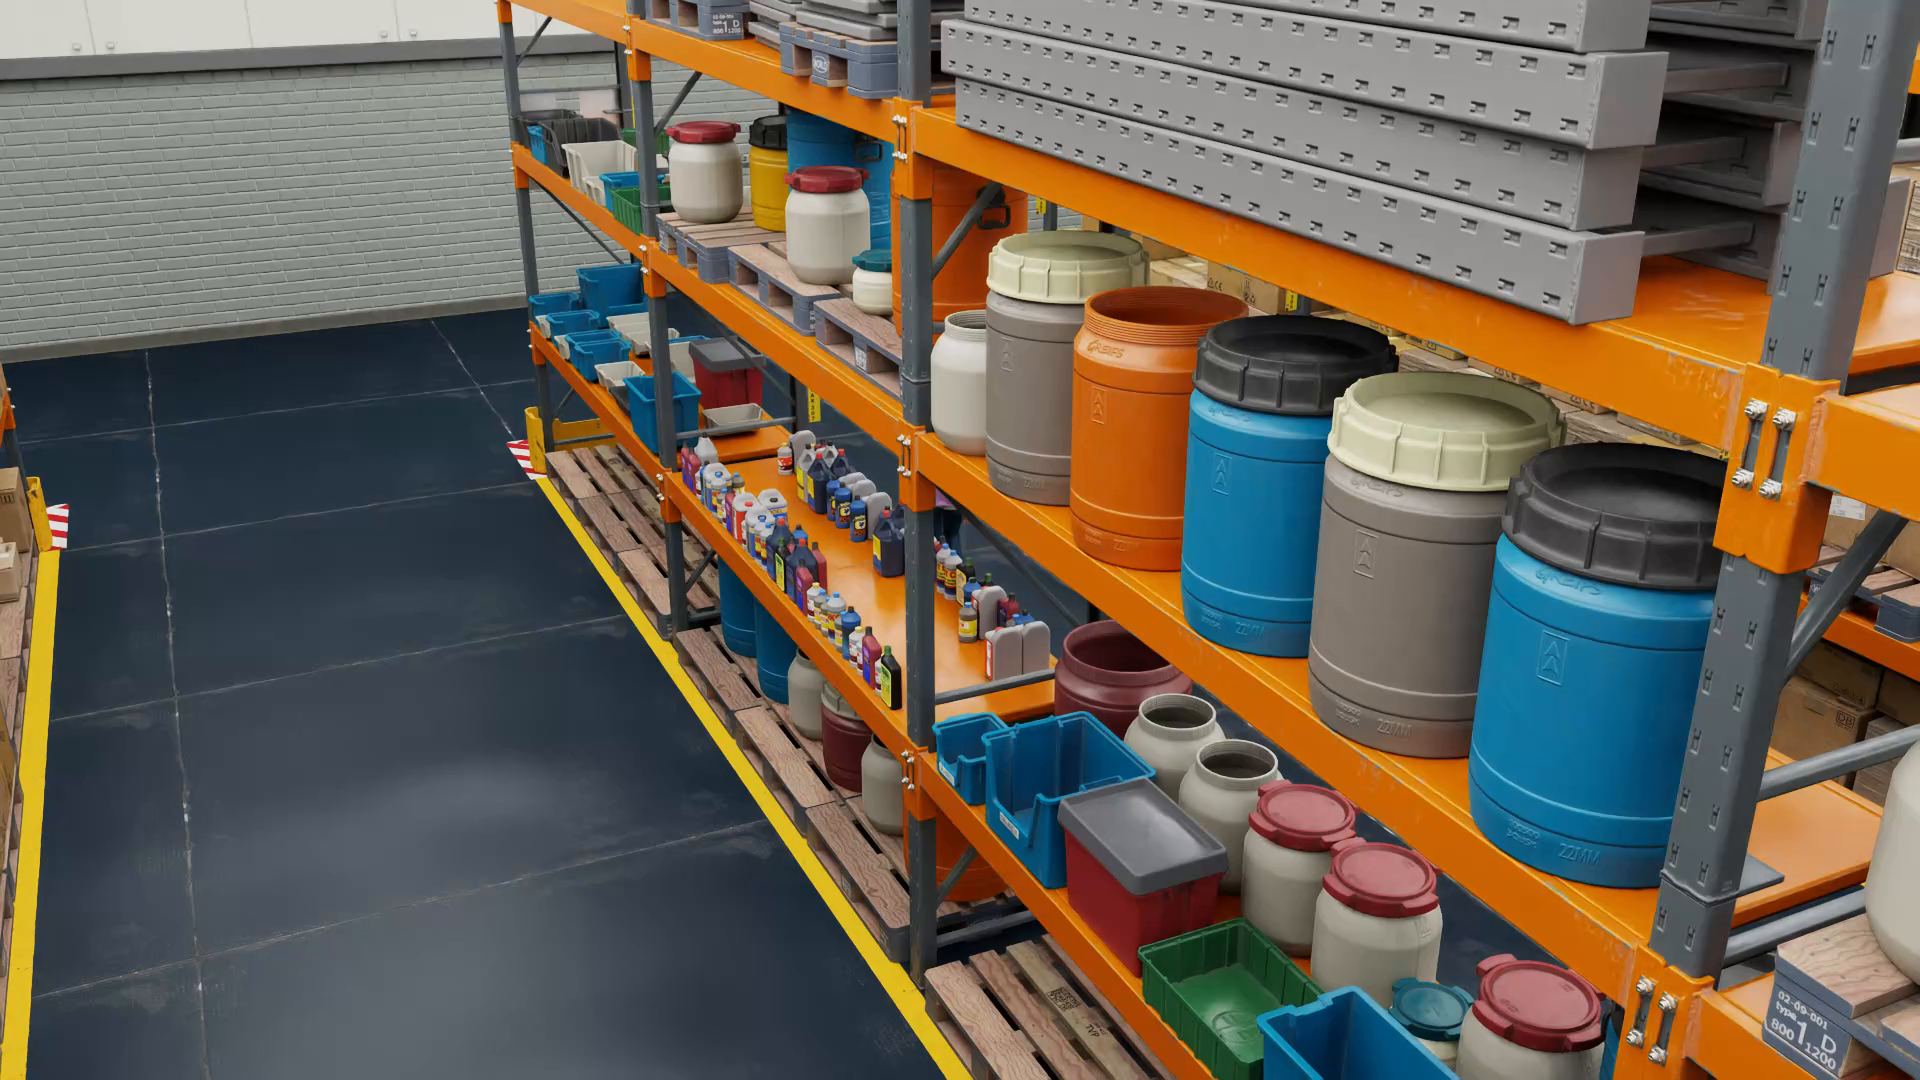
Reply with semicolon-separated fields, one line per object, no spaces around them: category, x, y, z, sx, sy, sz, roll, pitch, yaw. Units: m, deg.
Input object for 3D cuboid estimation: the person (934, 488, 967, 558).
person;-0.129;-0.232;11.501;0.482;1.581;0.506;-5;23;-12
